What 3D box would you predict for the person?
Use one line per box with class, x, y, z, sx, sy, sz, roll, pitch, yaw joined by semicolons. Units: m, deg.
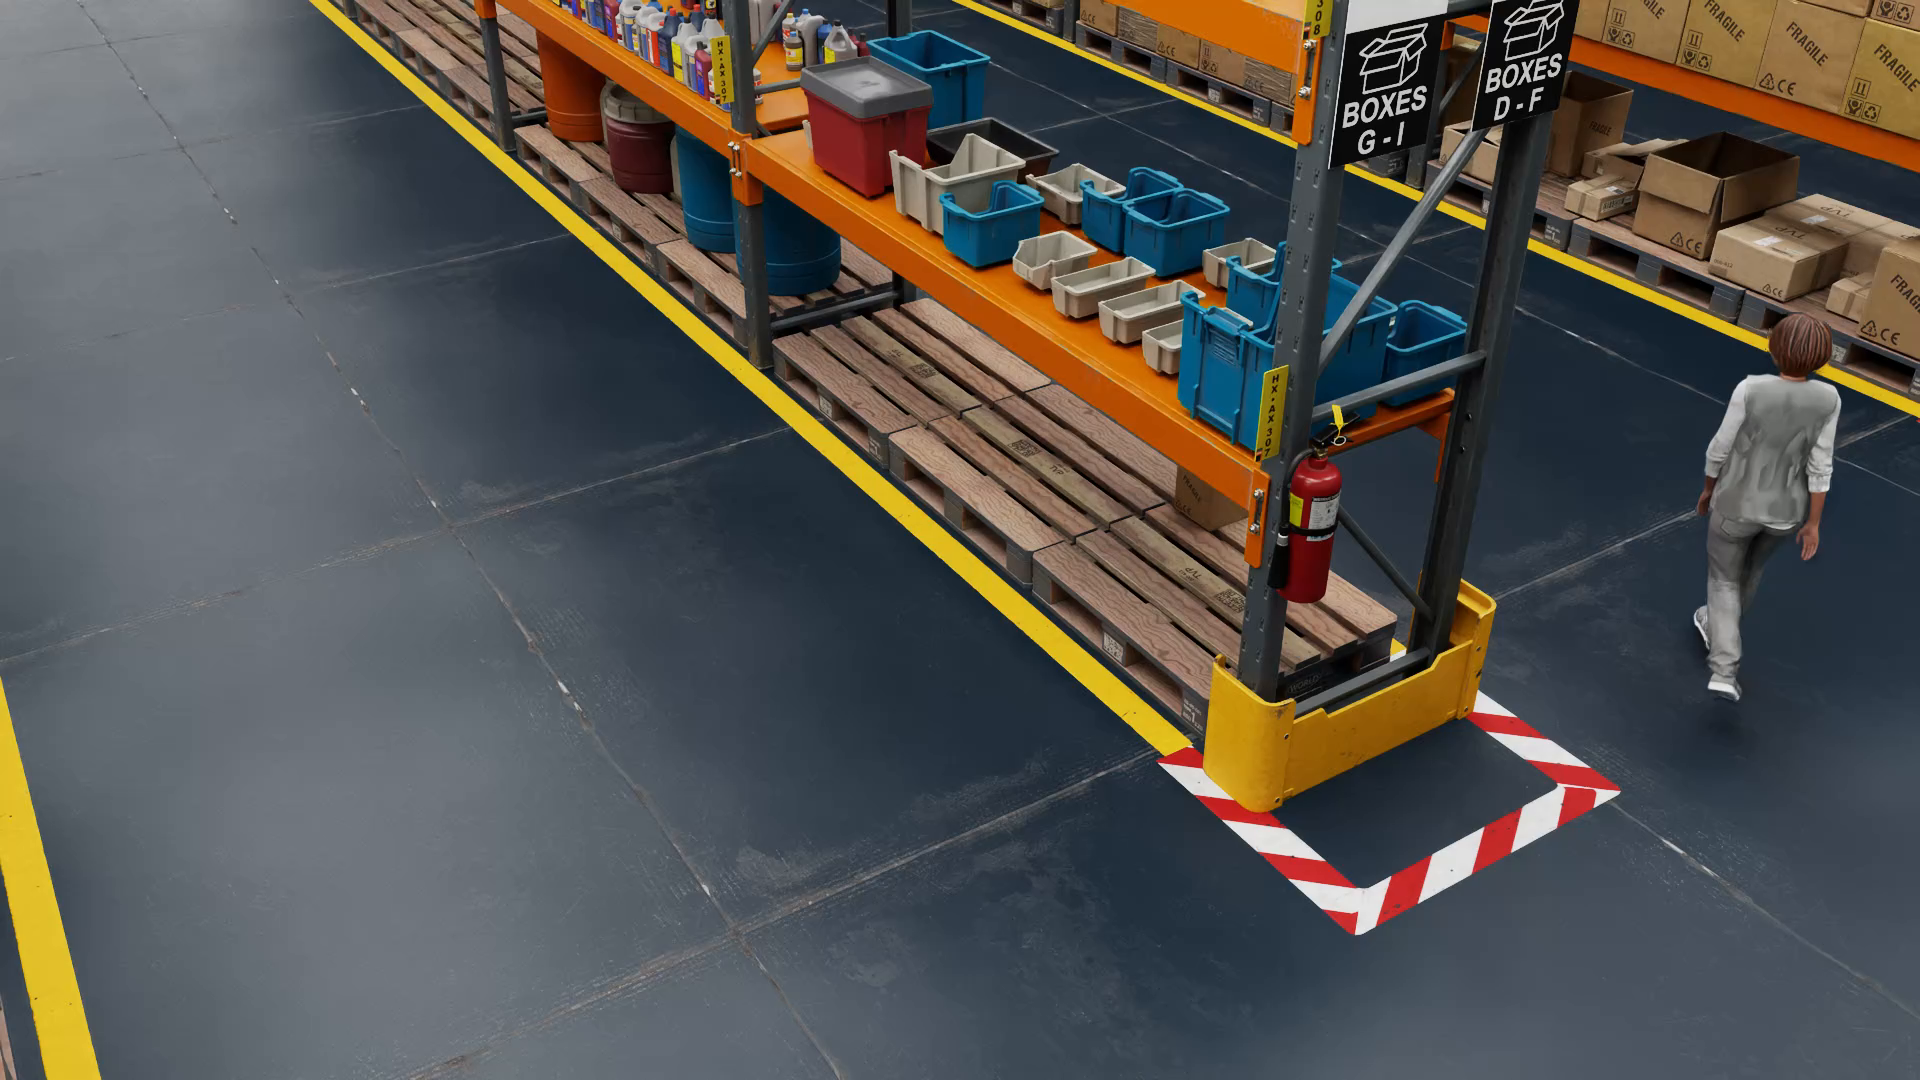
person;3.024;-0.120;6.317;0.442;1.561;0.787;7;34;10
